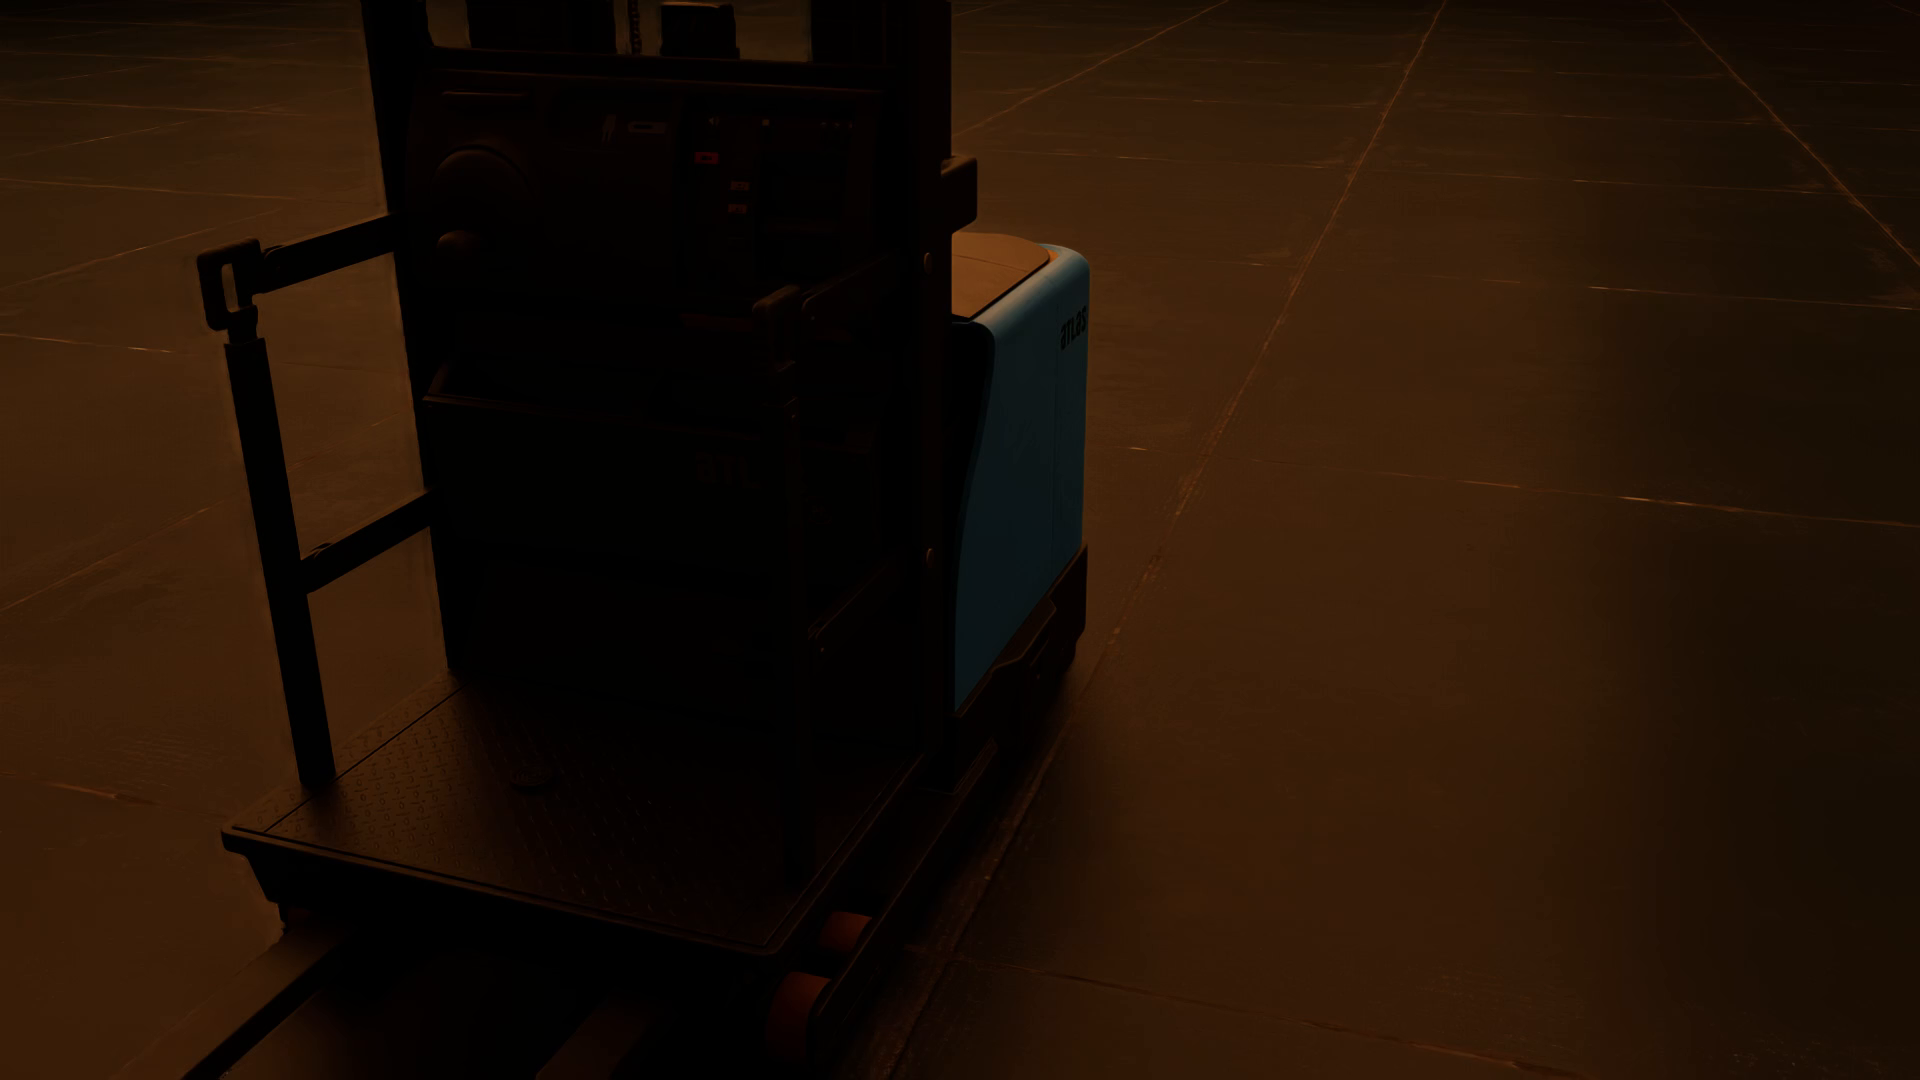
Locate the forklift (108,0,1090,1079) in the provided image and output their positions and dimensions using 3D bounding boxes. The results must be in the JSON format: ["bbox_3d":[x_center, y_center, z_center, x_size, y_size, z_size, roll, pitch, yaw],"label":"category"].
[{"bbox_3d":[-0.645,-0.611,2.760,1.130,2.935,3.031,8,24,18],"label":"forklift"}]
